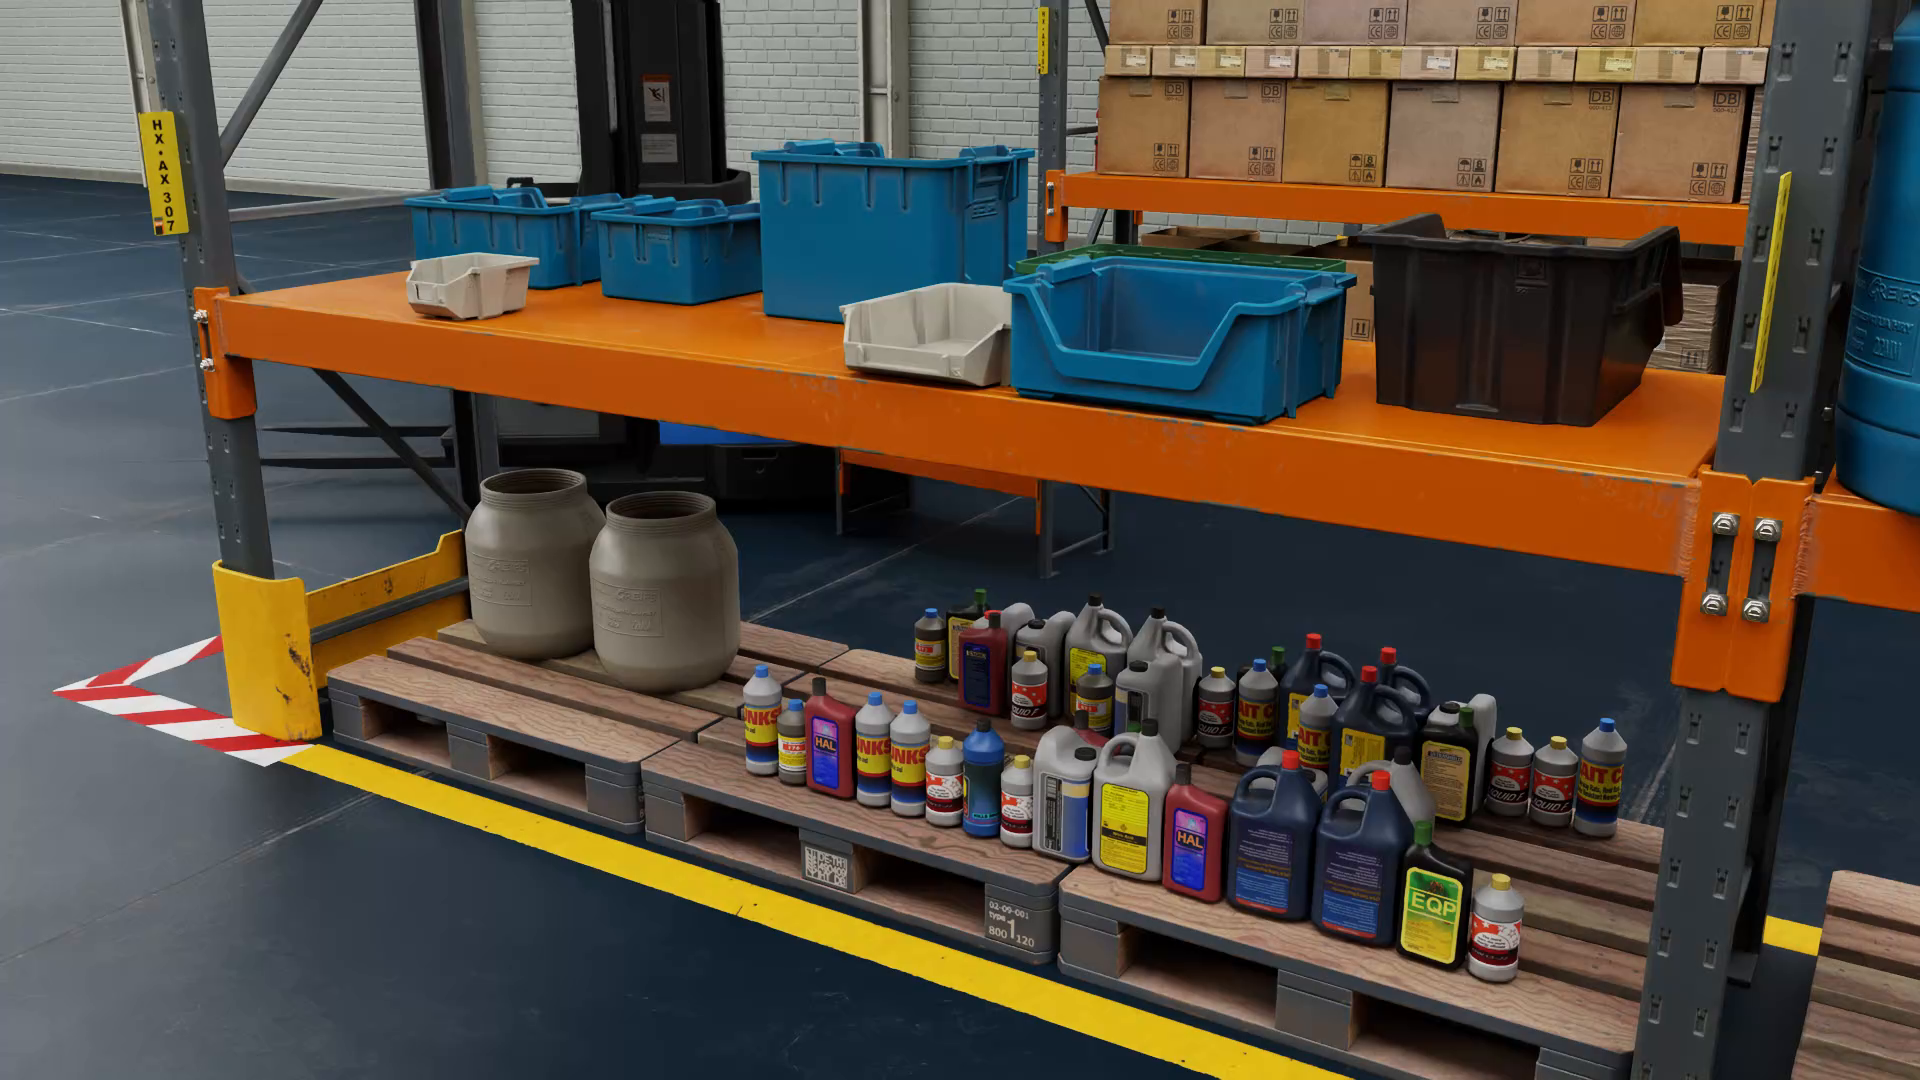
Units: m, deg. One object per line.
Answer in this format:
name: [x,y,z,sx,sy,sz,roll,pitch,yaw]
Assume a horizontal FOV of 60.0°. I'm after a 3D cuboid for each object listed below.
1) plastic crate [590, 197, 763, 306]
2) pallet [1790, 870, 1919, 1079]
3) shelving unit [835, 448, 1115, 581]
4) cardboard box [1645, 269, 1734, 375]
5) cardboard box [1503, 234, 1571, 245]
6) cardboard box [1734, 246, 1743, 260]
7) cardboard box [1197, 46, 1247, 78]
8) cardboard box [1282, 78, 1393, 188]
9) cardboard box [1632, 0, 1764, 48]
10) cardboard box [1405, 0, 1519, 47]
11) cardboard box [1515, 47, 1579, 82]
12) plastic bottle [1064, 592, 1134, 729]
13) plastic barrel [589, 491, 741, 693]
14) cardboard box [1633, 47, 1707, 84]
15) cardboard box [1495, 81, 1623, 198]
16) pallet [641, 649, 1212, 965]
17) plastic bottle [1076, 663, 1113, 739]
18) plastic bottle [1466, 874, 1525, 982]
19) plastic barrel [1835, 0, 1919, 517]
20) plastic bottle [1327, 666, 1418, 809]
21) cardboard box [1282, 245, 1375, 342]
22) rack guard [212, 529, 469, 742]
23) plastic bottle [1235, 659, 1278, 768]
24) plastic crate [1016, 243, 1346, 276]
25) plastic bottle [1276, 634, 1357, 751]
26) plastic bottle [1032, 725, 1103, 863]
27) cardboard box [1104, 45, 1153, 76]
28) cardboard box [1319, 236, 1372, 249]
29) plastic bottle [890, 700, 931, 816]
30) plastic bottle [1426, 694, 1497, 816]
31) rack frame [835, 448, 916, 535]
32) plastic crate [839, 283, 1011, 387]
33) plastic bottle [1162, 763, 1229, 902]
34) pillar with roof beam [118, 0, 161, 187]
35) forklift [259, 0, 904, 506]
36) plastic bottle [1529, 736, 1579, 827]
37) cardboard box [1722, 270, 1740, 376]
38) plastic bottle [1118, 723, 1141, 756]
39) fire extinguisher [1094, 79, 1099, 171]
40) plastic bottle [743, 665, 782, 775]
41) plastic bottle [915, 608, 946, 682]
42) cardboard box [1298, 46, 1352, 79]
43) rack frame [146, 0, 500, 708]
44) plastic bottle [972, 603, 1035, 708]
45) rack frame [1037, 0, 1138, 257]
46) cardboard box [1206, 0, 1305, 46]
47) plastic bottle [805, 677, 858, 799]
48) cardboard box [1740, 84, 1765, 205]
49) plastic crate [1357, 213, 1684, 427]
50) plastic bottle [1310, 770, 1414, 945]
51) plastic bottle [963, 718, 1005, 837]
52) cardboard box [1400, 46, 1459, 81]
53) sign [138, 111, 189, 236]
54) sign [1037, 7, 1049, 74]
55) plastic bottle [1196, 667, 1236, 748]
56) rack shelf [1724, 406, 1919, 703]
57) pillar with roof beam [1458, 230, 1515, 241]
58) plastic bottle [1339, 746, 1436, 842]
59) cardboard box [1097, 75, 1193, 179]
plastic crate: [-0.743,-0.828,4.702,0.408,0.251,0.499,10,20,30]
pallet: [2.221,1.051,3.058,1.213,0.211,1.003,10,20,30]
shelving unit: [0.054,-0.531,6.694,1.048,1.125,0.538,12,21,35]
cardboard box: [3.198,-0.959,7.594,0.500,0.500,0.500,10,20,30]
cardboard box: [4.336,-2.165,12.716,0.500,0.311,0.500,12,21,35]
cardboard box: [5.811,-2.009,11.878,0.500,0.500,0.500,8,19,26]
cardboard box: [1.378,-2.395,8.317,0.250,0.149,0.380,10,20,30]
cardboard box: [1.980,-2.046,8.283,0.500,0.500,0.700,10,20,30]
cardboard box: [3.314,-2.430,7.317,0.500,0.500,0.700,10,20,30]
cardboard box: [2.463,-2.583,7.819,0.500,0.500,0.700,10,20,30]
cardboard box: [2.702,-2.159,7.540,0.250,0.149,0.380,11,20,32]
plastic bottle: [0.379,0.317,4.478,0.185,0.351,0.144,11,20,32]
plastic barrel: [-0.849,0.145,4.799,0.421,0.512,0.421,0,17,0]
cardboard box: [3.125,-2.083,7.289,0.250,0.149,0.380,10,20,30]
cardboard box: [2.867,-1.889,7.766,0.500,0.500,0.700,10,20,31]
pallet: [-0.063,0.643,4.400,1.213,0.211,1.003,10,20,30]
plastic bottle: [0.353,0.425,4.379,0.097,0.201,0.097,0,17,0]
plastic bottle: [1.059,0.757,3.284,0.097,0.201,0.097,0,17,0]
plastic barrel: [1.702,-0.499,2.501,0.708,0.901,0.600,10,20,30]
plastic bottle: [0.985,0.474,3.960,0.185,0.351,0.144,10,20,30]
cardboard box: [1.919,-1.187,8.345,0.500,0.500,0.500,10,20,30]
rack guard: [-1.788,0.195,5.381,0.348,0.500,1.175,10,20,30]
plastic bottle: [0.755,0.435,4.227,0.097,0.271,0.097,0,17,0]
plastic crate: [0.523,-0.568,3.955,0.662,0.188,0.450,10,20,30]
plastic bottle: [0.900,0.410,4.172,0.185,0.351,0.144,9,19,28]
plastic bottle: [0.257,0.569,3.776,0.135,0.276,0.152,11,20,31]
cardboard box: [0.940,-2.473,8.573,0.250,0.149,0.380,10,20,30]
cardboard box: [2.191,-1.315,8.769,0.500,0.500,0.500,10,20,30]
plastic bottle: [-0.118,0.514,3.966,0.097,0.271,0.097,0,17,0]
plastic bottle: [1.200,0.500,4.002,0.135,0.276,0.152,11,20,32]
rack frame: [-0.355,-0.619,6.983,0.032,1.125,0.500,12,21,35]
plastic crate: [0.015,-0.451,3.659,0.437,0.136,0.530,10,20,30]
plastic bottle: [0.508,0.626,3.576,0.133,0.283,0.061,12,20,34]
pillar with roof beam: [-13.234,-8.105,18.081,0.400,9.000,9.100,10,20,30]
forklift: [-1.771,-1.658,7.296,3.031,2.935,1.130,-1,17,-3]
plastic bottle: [1.403,0.563,3.925,0.097,0.201,0.097,0,17,0]
cardboard box: [3.896,-1.011,7.768,0.500,0.500,0.500,10,20,30]
plastic bottle: [0.425,0.562,3.787,0.133,0.283,0.061,10,20,30]
fire extinguisher: [0.861,-2.324,9.503,0.183,0.674,0.296,10,20,30]
plastic bottle: [-0.495,0.447,4.188,0.097,0.271,0.097,0,17,0]
plastic bottle: [-0.083,0.298,4.797,0.097,0.201,0.097,0,17,0]
cardboard box: [1.821,-2.316,8.057,0.250,0.149,0.380,9,19,28]
rack frame: [-1.877,-1.001,5.017,0.127,3.000,1.000,10,20,30]
plastic bottle: [0.118,0.307,4.638,0.135,0.276,0.152,10,20,30]
rack frame: [0.719,-2.228,9.054,0.127,3.000,1.000,10,20,30]
cardboard box: [1.606,-2.735,8.321,0.500,0.500,0.700,10,19,29]
plastic bottle: [-0.312,0.480,4.058,0.133,0.283,0.061,10,20,31]
cardboard box: [3.746,-1.733,7.253,0.500,0.500,0.700,10,19,29]
plastic crate: [1.152,-0.474,3.389,0.504,0.338,0.767,10,20,30]
plastic bottle: [0.832,0.637,3.422,0.185,0.351,0.144,10,19,29]
plastic bottle: [0.055,0.545,3.864,0.097,0.271,0.097,0,17,0]
cardboard box: [2.250,-2.239,7.802,0.250,0.149,0.380,10,20,31]
sign: [-2.169,-0.998,4.530,0.005,0.325,0.100,10,20,30]
sign: [0.423,-2.543,8.467,0.005,0.325,0.100,10,20,30]
plastic bottle: [0.671,0.432,4.355,0.097,0.201,0.097,0,17,0]
rack shelf: [3.236,0.255,2.117,4.000,0.370,1.077,10,20,30]
pillar with roof beam: [2.104,-5.367,9.067,0.400,9.000,9.100,10,20,30]
plastic bottle: [0.907,0.602,3.540,0.185,0.351,0.144,10,20,30]
cardboard box: [1.110,-2.201,8.795,0.500,0.500,0.700,10,20,30]
